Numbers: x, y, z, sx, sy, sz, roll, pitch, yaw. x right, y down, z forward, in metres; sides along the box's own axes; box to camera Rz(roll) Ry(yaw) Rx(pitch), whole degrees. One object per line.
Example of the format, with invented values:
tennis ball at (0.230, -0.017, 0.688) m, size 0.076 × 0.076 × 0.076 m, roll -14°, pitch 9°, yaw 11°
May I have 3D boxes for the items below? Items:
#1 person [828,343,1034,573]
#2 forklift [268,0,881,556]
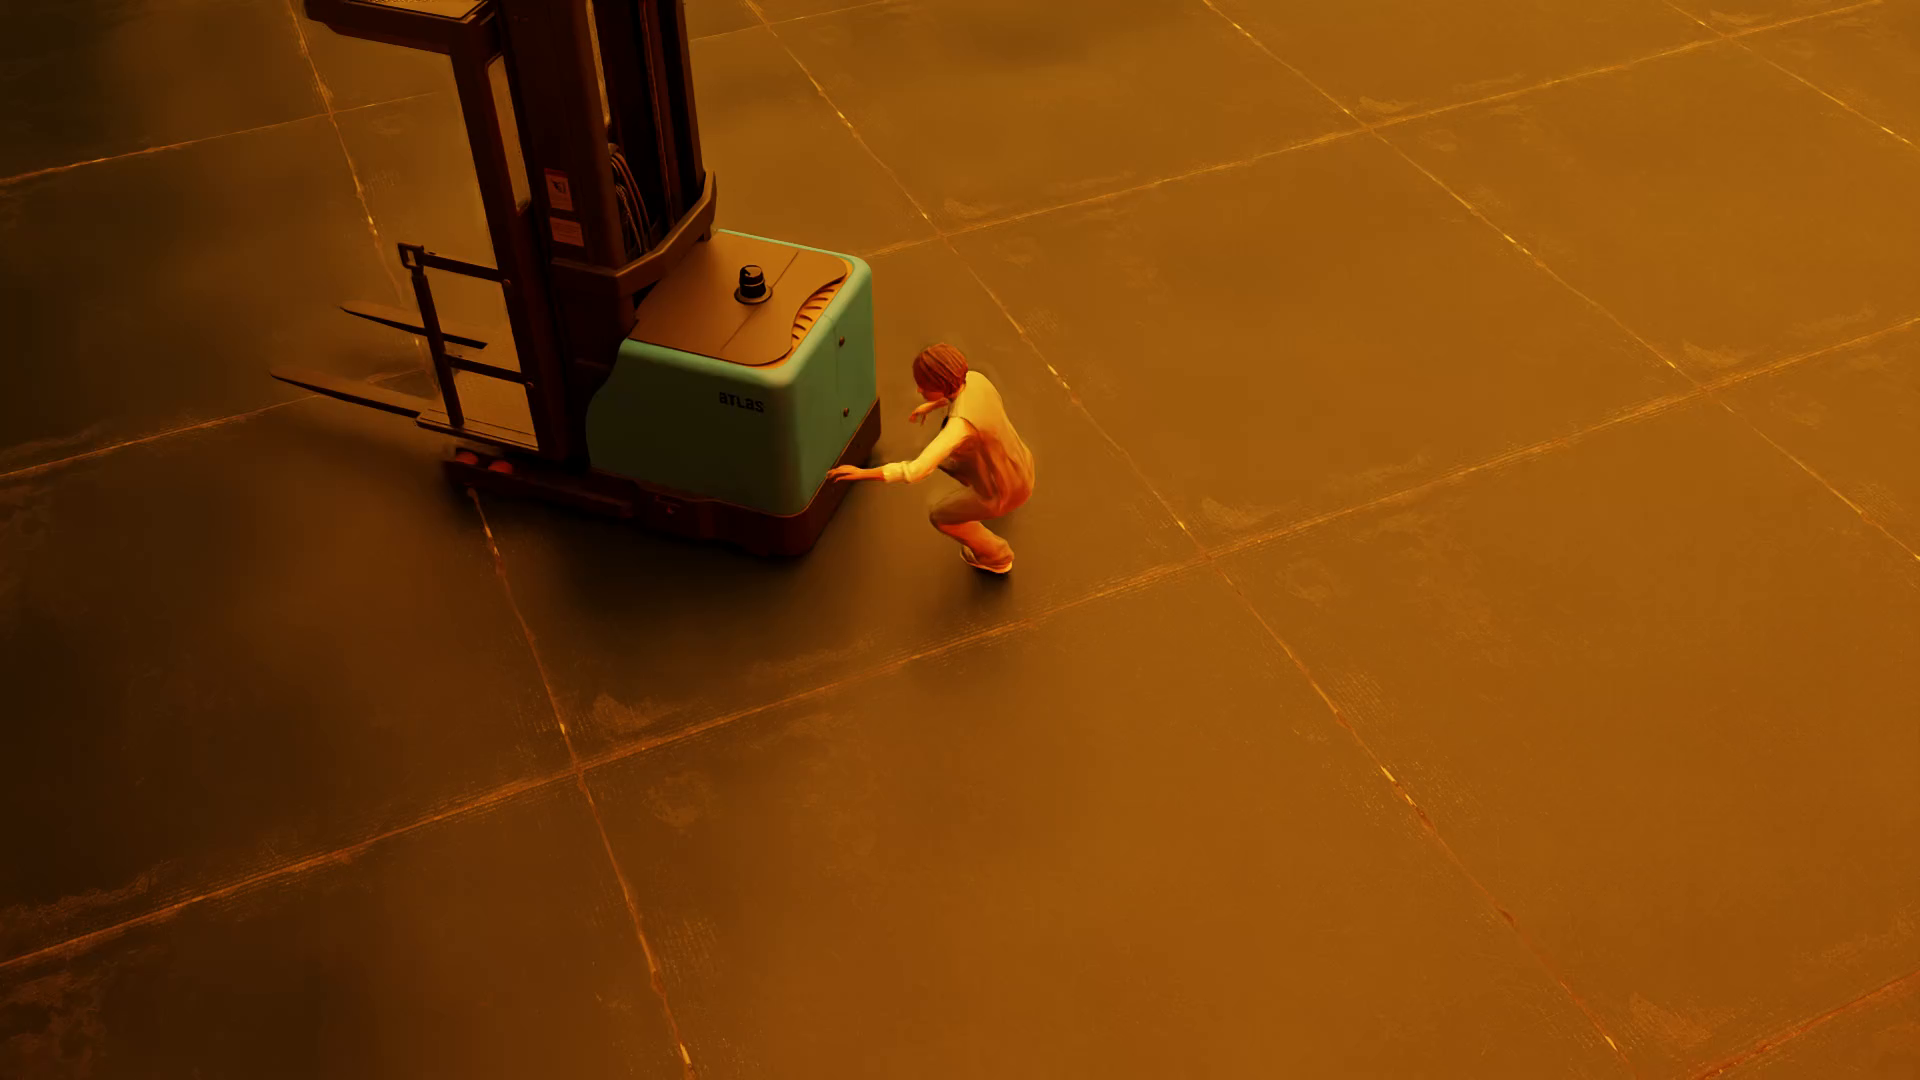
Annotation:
person at (-0.079, -0.387, 7.268) m, size 0.827 × 1.362 × 1.127 m, roll 4°, pitch 43°, yaw 4°
forklift at (-1.966, -1.616, 7.412) m, size 3.031 × 2.935 × 1.130 m, roll 14°, pitch 45°, yaw 14°
